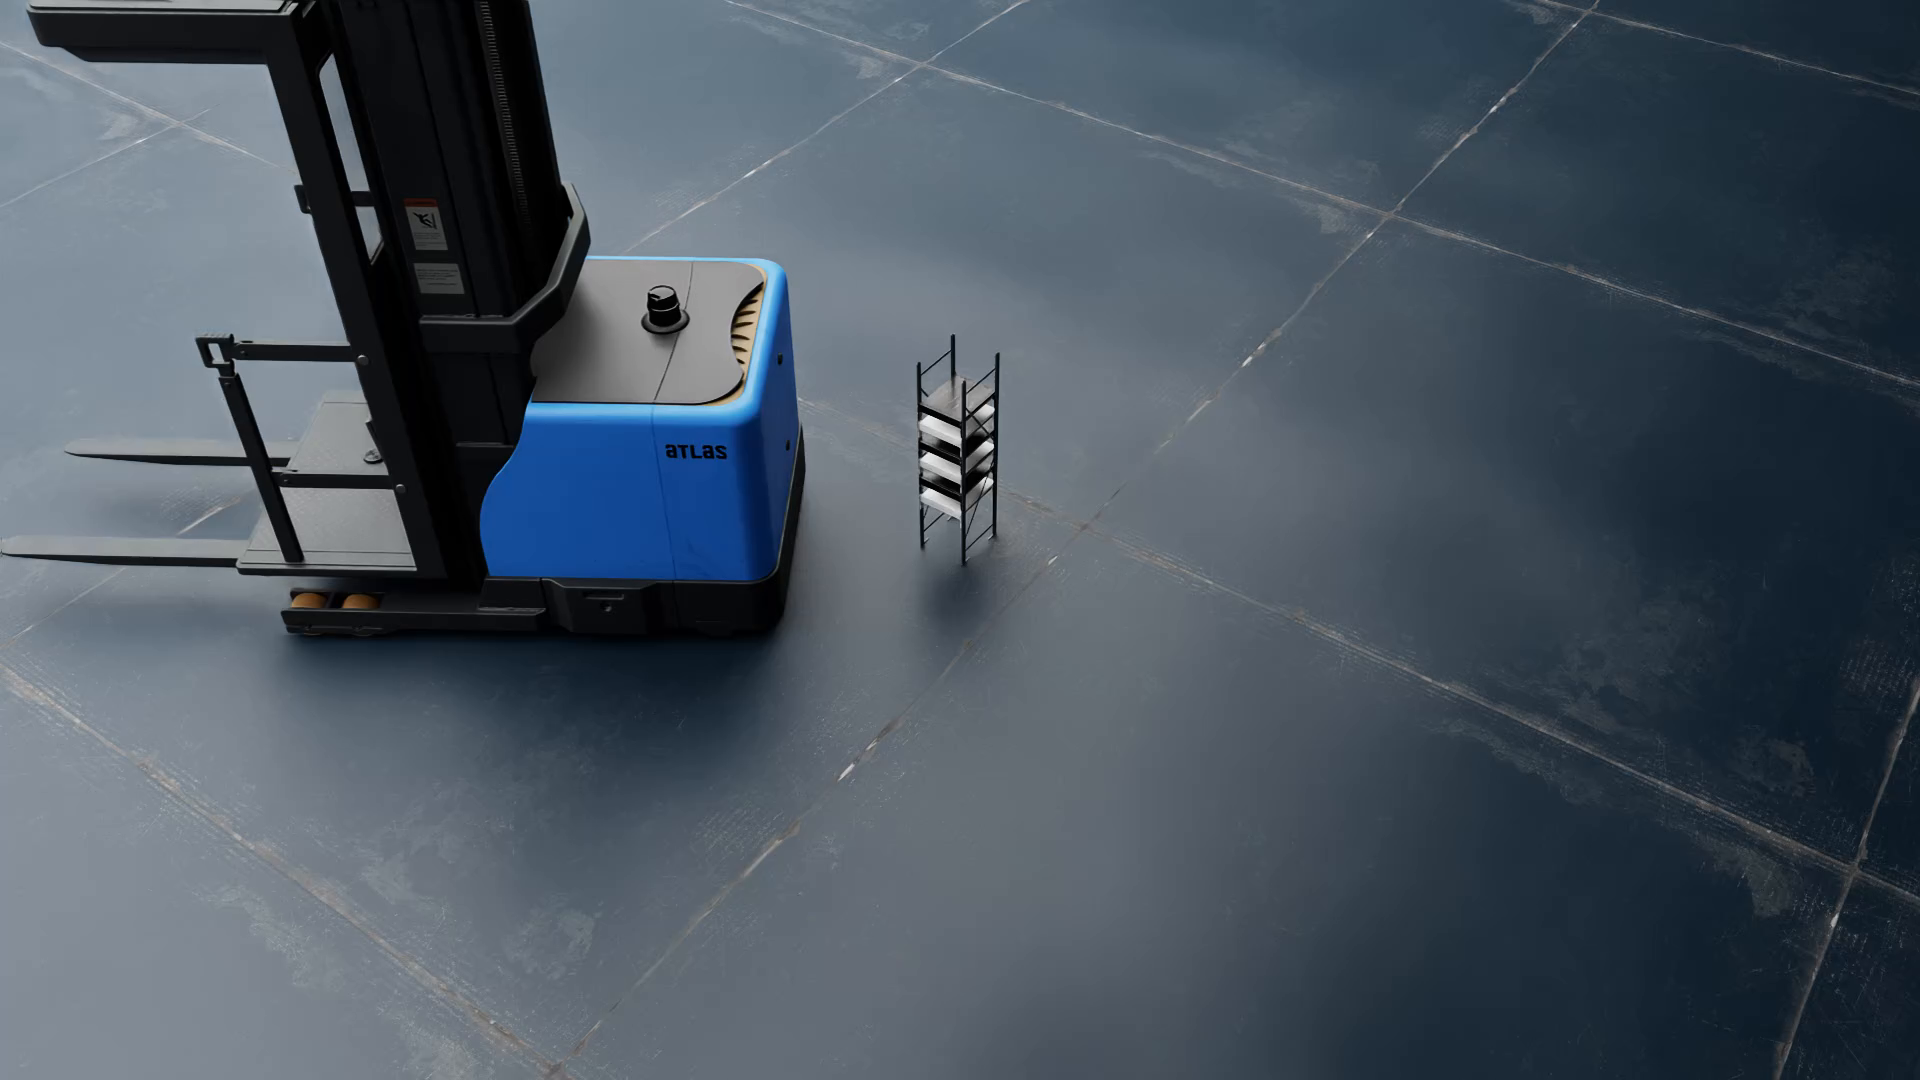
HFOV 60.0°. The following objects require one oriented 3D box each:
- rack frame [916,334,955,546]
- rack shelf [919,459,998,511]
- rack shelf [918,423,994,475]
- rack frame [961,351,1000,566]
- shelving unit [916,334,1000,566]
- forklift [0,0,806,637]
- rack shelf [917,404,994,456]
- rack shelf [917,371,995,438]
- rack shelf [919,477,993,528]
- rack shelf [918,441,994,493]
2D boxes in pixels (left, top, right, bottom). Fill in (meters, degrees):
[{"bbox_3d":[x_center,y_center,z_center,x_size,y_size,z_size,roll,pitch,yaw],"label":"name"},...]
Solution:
[{"bbox_3d":[-0.090,-0.377,6.497,0.006,0.900,0.240,25,48,25],"label":"rack frame"},{"bbox_3d":[-0.007,-0.247,6.536,0.200,0.077,0.258,25,48,25],"label":"rack shelf"},{"bbox_3d":[-0.007,-0.381,6.416,0.200,0.077,0.258,25,48,25],"label":"rack shelf"},{"bbox_3d":[0.077,-0.300,6.410,0.006,0.900,0.240,25,48,25],"label":"rack frame"},{"bbox_3d":[-0.007,-0.338,6.453,0.210,0.900,0.258,25,48,25],"label":"shelving unit"},{"bbox_3d":[-2.173,-1.077,5.755,3.031,2.935,1.130,1,42,1],"label":"forklift"},{"bbox_3d":[-0.007,-0.448,6.356,0.200,0.077,0.258,25,48,25],"label":"rack shelf"},{"bbox_3d":[-0.007,-0.515,6.296,0.200,0.077,0.258,25,48,25],"label":"rack shelf"},{"bbox_3d":[-0.007,-0.179,6.596,0.200,0.077,0.258,25,48,25],"label":"rack shelf"},{"bbox_3d":[-0.007,-0.314,6.476,0.200,0.077,0.258,25,48,25],"label":"rack shelf"}]
